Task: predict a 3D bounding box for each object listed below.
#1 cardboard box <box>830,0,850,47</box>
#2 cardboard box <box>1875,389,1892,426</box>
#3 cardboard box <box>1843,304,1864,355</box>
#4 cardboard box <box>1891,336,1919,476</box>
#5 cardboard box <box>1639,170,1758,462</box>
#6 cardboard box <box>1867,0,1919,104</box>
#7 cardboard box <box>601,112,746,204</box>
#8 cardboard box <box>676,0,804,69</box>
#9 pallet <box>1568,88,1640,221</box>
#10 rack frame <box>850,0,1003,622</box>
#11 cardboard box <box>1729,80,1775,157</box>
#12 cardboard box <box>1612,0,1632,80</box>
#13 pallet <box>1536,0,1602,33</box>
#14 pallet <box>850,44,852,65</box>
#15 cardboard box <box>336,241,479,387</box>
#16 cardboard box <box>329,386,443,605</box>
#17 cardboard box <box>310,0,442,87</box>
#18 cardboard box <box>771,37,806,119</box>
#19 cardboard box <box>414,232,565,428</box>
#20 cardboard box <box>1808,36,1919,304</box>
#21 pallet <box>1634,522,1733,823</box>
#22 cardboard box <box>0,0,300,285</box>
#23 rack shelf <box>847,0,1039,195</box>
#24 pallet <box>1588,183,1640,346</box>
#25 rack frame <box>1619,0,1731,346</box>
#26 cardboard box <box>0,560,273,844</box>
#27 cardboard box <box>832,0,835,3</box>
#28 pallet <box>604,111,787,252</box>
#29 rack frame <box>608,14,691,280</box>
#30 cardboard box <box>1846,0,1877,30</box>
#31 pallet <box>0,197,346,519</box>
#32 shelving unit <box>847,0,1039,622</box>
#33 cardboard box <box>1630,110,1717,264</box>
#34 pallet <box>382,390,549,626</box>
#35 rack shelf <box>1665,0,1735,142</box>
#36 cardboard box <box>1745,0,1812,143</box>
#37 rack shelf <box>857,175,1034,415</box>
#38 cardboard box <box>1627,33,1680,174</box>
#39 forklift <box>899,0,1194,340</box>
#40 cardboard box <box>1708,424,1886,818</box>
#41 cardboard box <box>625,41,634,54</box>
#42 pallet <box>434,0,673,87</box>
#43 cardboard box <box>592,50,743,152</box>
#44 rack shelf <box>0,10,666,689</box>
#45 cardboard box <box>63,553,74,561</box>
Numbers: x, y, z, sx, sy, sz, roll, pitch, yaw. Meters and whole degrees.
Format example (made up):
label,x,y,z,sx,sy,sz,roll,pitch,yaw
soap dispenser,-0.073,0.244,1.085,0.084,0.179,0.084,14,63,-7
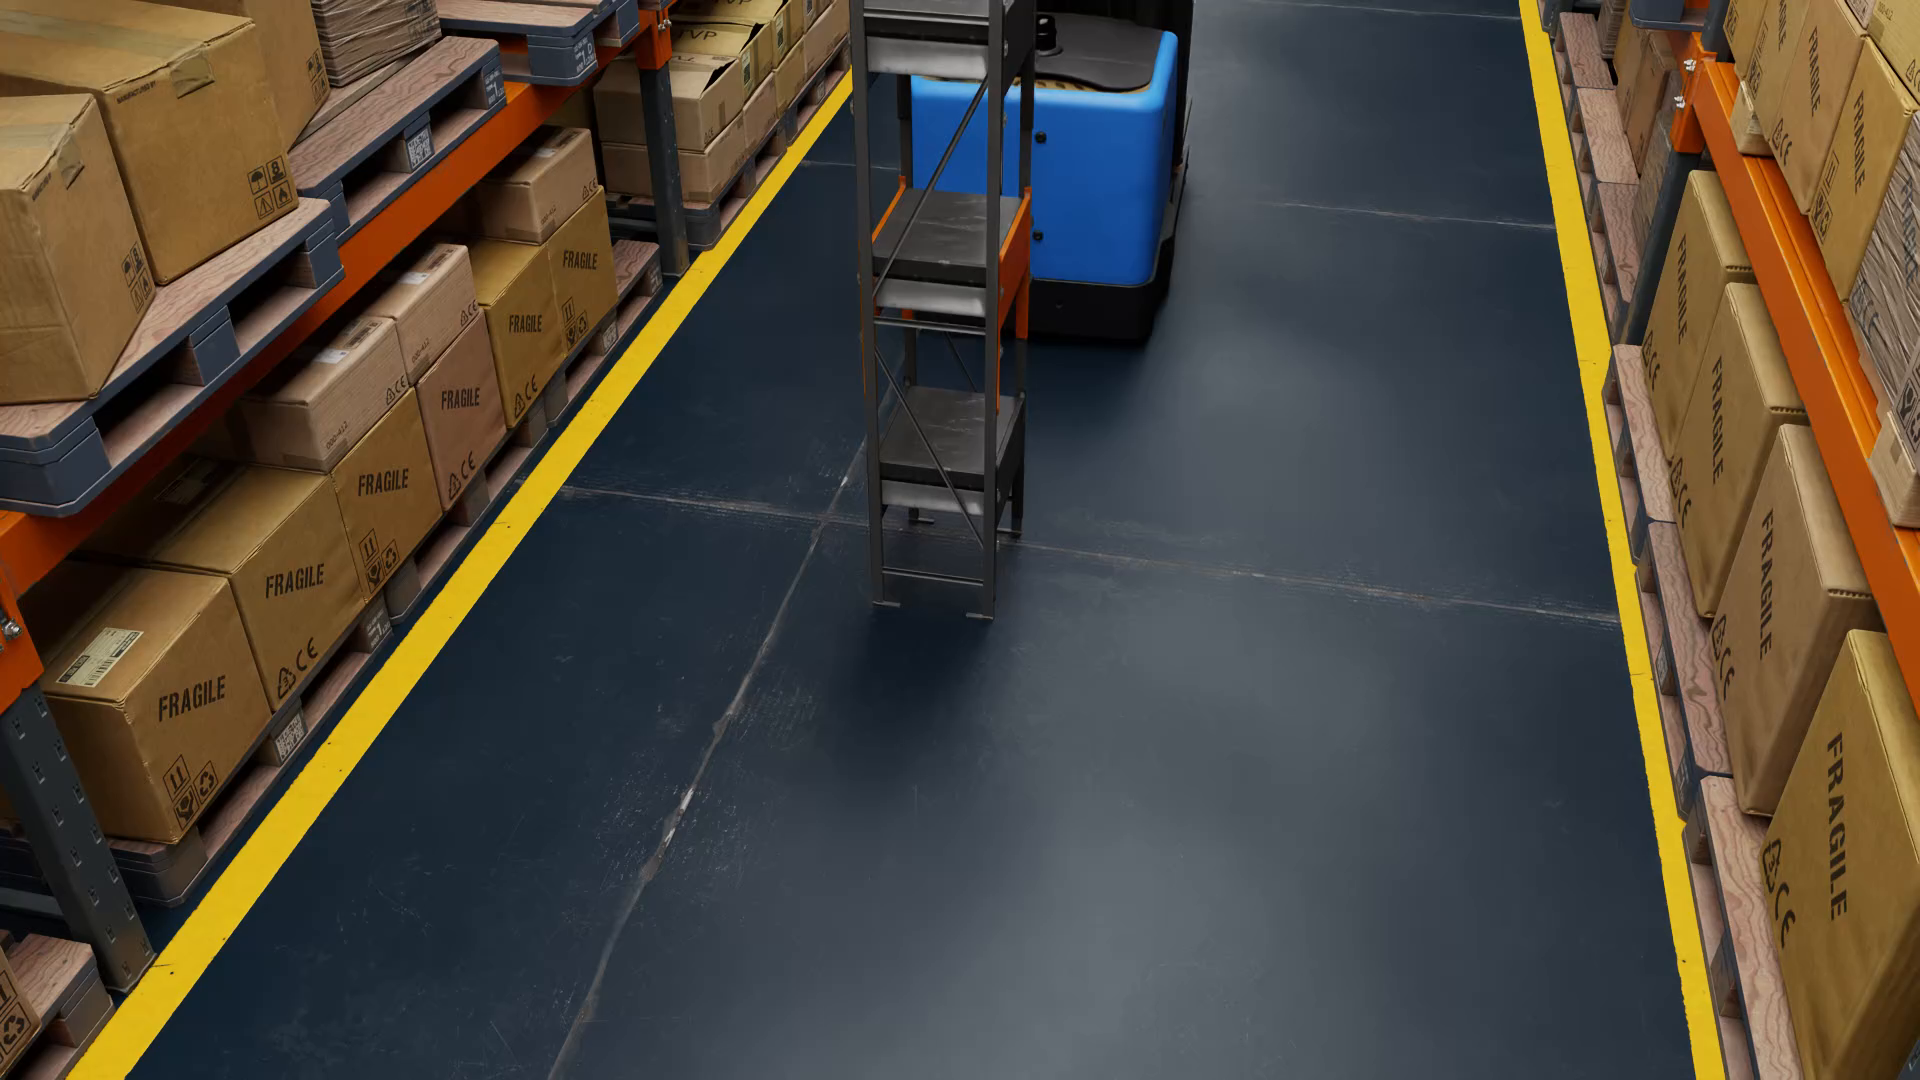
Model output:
label,x,y,z,sx,sy,sz,roll,pitch,yaw
cardboard box,-0.877,-2.955,9.256,0.500,0.250,0.500,8,37,11
cardboard box,2.321,-0.267,3.760,0.380,0.149,0.250,7,37,10
cardboard box,2.457,-0.560,4.163,0.380,0.149,0.250,8,37,11
cardboard box,2.231,-0.309,3.265,0.500,0.500,0.500,8,37,10
cardboard box,2.848,-0.738,5.686,0.750,0.750,0.750,7,36,9
cardboard box,2.465,-1.199,3.854,0.500,0.250,0.500,7,36,9
cardboard box,-1.308,-1.782,7.638,0.500,0.250,0.500,7,37,10
cardboard box,-1.093,-2.604,8.294,0.500,0.311,0.500,6,36,9
pallet,3.564,-1.860,8.136,1.003,0.211,1.213,7,37,10
rack frame,-0.087,-0.615,4.810,0.400,2.100,0.015,7,37,10
cardboard box,2.635,-1.305,5.192,0.380,0.149,0.250,8,37,11
cardboard box,3.785,-2.576,8.504,0.700,0.500,0.500,7,36,9
pallet,4.097,-3.397,10.257,1.003,0.211,1.213,7,37,10
pallet,-0.972,-3.199,9.984,1.003,0.211,1.213,7,37,10
cardboard box,-1.900,-0.746,5.340,0.500,0.250,0.500,7,36,9
cardboard box,-2.003,-0.175,5.190,0.500,0.500,0.500,8,37,11
cardboard box,-2.113,-1.797,5.231,0.700,0.500,0.500,14,38,19
cardboard box,-1.096,-2.370,8.449,0.500,0.250,0.500,6,36,9
cardboard box,-1.788,-0.766,6.006,0.500,0.500,0.500,6,36,8
cardboard box,2.448,-0.883,4.057,0.500,0.500,0.500,8,37,11
pallet,2.629,0.425,4.983,1.003,0.211,1.213,7,37,10
cardboard box,-2.157,-1.025,4.166,0.700,0.500,0.500,13,38,17
rack shelf,-0.035,-1.311,4.600,0.431,0.518,0.480,7,37,10
pallet,3.302,-1.162,7.174,1.003,0.211,1.213,7,37,10
rack frame,3.133,-1.844,5.738,1.000,3.000,0.127,7,37,10
cardboard box,-2.220,0.418,4.372,0.500,0.500,0.500,6,36,8
cardboard box,-0.873,-3.186,9.098,0.500,0.311,0.500,7,37,10
pallet,-1.493,-1.800,8.054,1.003,0.211,1.213,7,37,10
rack frame,-1.707,-2.462,6.591,1.000,3.000,0.127,7,37,10
cardboard box,2.567,-1.493,4.259,0.500,0.250,0.500,8,37,10
pallet,-2.284,-0.536,4.097,1.003,0.211,1.213,7,37,10
shelving unit,-0.035,-0.755,5.003,0.431,2.100,0.503,7,37,10
cardboard box,3.236,-1.429,6.921,0.700,0.500,0.500,8,37,11
pallet,-2.166,-0.213,5.864,1.003,0.211,1.213,7,37,10
rack shelf,3.560,-2.699,7.531,1.077,0.370,4.000,7,37,10
cardboard box,2.659,-1.467,4.862,0.500,0.500,0.500,8,37,12
rack shelf,-0.035,-0.744,5.011,0.431,0.518,0.480,7,37,10
cardboard box,3.538,-1.998,7.706,0.700,0.500,0.500,7,37,10
forklift,0.519,-2.859,7.198,1.130,2.935,3.031,6,36,8
cardboard box,2.478,0.251,4.321,0.750,0.750,0.750,8,37,11
cardboard box,-1.731,-2.376,7.980,0.500,0.311,0.500,7,36,9
pallet,-1.783,-1.987,6.099,1.213,0.211,1.003,7,37,10
cardboard box,-1.308,-2.010,7.474,0.500,0.311,0.500,9,37,12
rack shelf,-2.134,-1.024,5.220,1.077,0.370,4.000,7,37,10
cardboard box,-2.622,0.064,4.861,0.500,0.500,0.500,7,37,10
